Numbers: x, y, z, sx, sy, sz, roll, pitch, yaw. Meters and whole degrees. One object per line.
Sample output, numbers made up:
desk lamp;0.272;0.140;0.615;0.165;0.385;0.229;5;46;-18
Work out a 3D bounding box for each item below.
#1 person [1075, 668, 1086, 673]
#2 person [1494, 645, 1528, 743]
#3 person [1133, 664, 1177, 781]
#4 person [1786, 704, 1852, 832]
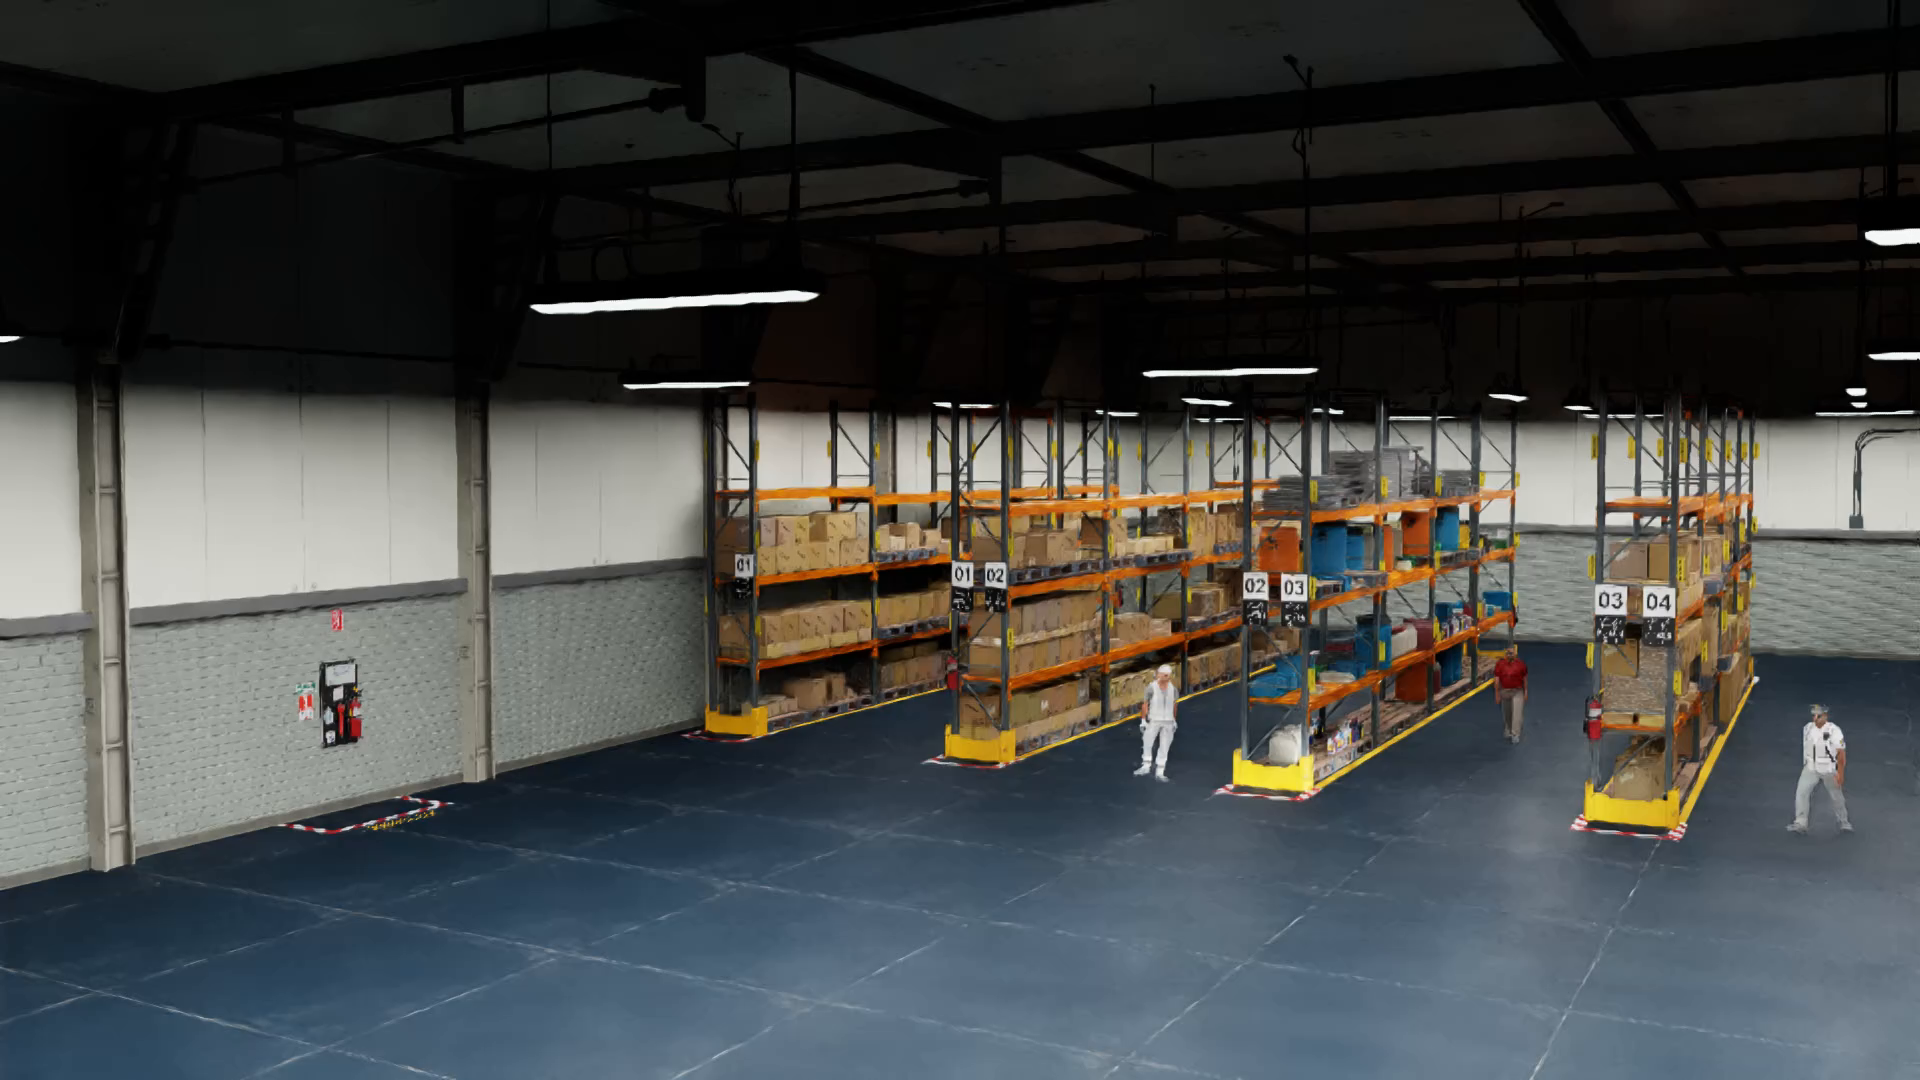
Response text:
person;2.703;2.216;36.281;0.422;1.656;0.501;0;3;1
person;9.442;2.613;28.546;0.547;1.641;1.115;2;3;27
person;2.975;2.719;25.091;0.661;1.722;0.459;-1;3;-11
person;11.284;2.975;21.763;0.982;1.707;0.581;-2;4;-39
